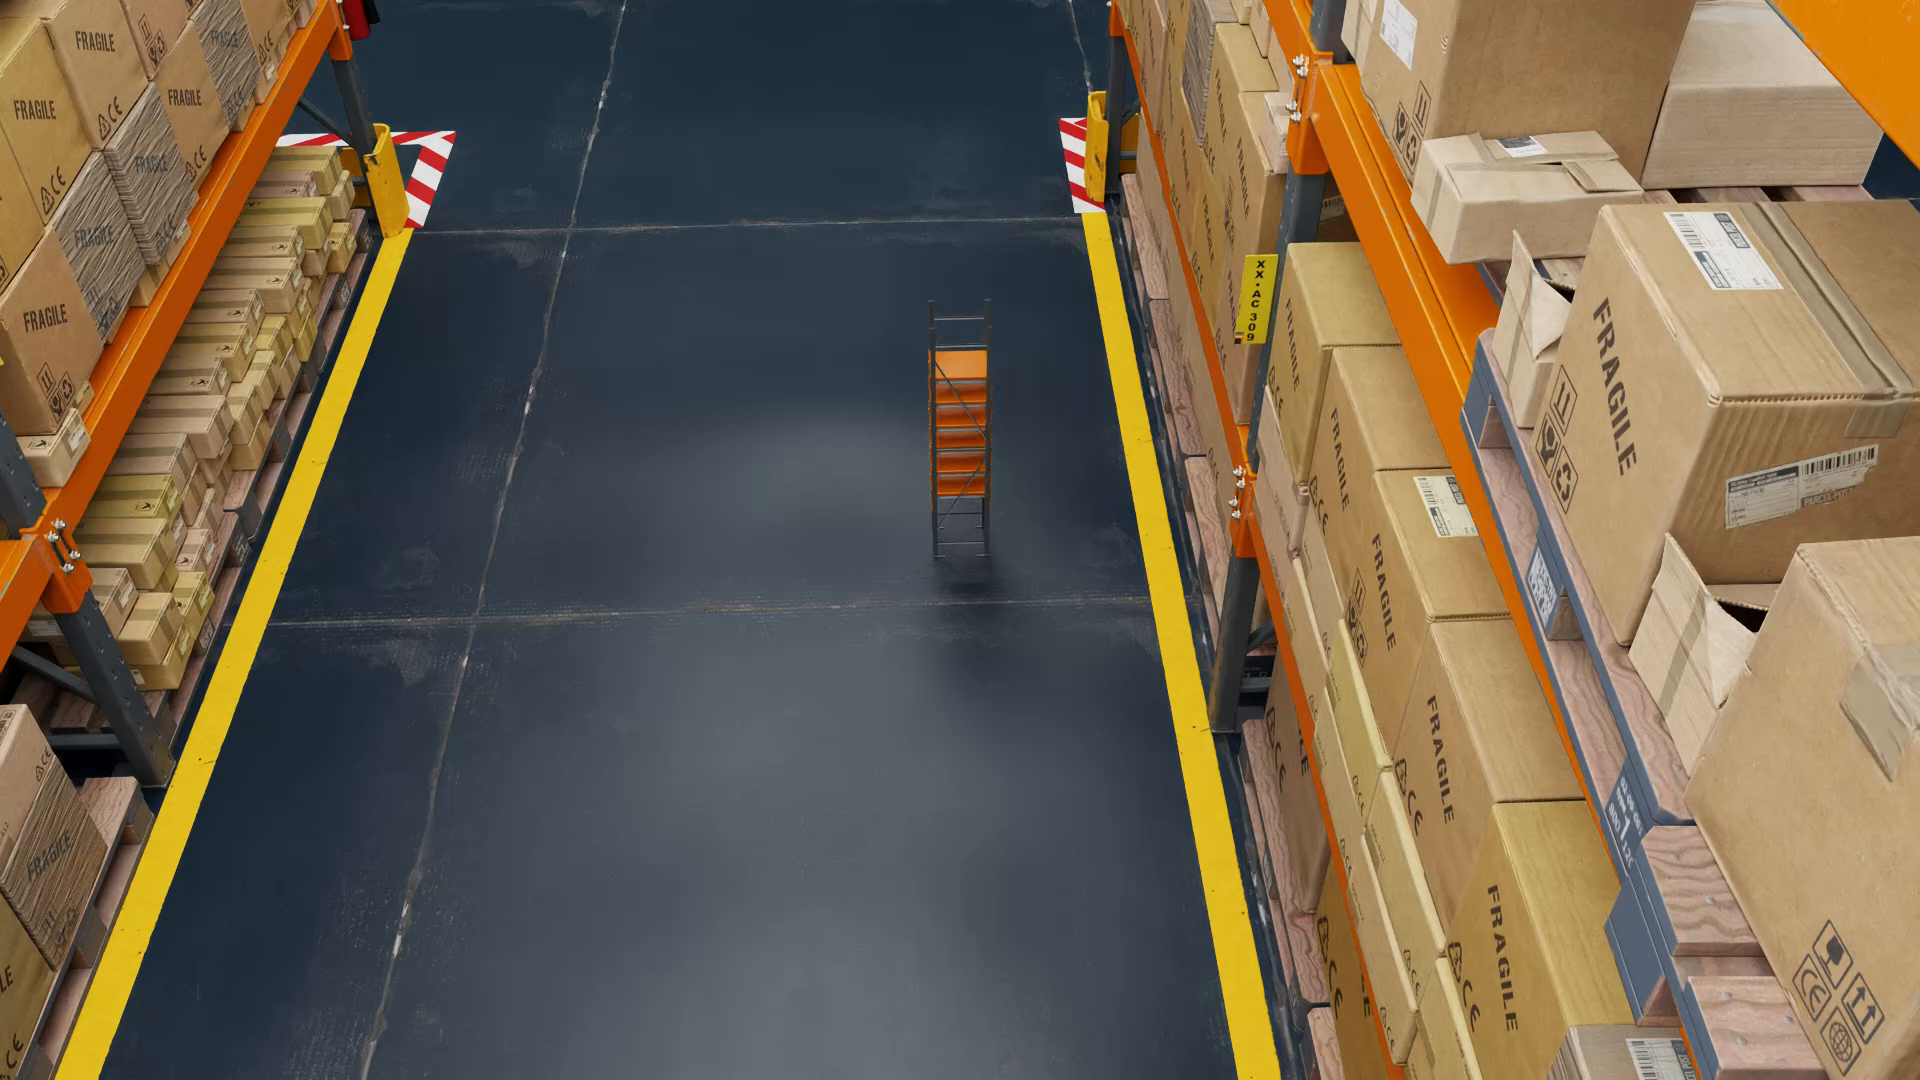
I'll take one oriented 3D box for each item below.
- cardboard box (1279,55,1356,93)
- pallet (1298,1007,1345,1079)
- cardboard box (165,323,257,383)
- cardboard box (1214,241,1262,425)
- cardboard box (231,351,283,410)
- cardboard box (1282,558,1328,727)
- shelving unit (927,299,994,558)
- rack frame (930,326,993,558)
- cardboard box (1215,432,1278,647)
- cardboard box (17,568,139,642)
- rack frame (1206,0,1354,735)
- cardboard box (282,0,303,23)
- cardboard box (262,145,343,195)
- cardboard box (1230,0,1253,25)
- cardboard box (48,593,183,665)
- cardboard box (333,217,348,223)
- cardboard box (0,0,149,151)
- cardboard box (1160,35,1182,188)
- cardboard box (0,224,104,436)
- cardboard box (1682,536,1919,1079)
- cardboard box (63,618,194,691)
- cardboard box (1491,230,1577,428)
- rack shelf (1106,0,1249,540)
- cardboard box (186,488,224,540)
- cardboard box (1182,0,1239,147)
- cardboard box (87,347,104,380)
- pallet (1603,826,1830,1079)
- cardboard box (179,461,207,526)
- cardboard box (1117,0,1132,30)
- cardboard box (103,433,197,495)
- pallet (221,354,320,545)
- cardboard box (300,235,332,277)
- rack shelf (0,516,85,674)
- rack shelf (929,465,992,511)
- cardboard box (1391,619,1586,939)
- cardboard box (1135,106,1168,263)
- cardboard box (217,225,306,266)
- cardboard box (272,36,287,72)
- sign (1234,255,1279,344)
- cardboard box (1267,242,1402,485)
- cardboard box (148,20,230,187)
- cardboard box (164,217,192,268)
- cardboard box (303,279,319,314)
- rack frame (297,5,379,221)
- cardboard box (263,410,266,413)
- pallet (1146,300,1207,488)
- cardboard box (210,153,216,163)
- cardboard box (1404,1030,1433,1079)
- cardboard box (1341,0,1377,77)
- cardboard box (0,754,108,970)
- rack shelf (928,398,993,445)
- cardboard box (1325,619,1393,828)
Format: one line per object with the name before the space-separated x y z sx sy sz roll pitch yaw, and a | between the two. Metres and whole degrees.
cardboard box | 1.234 -1.434 5.301 0.380 0.149 0.250 -1 43 -1
pallet | 1.631 1.963 4.953 1.003 0.211 1.213 -2 43 -2
cardboard box | -3.321 -0.817 7.280 0.380 0.149 0.250 -1 43 -2
cardboard box | 1.193 -0.752 5.777 0.500 0.500 0.500 -1 43 -1
cardboard box | -3.245 -0.706 7.380 0.380 0.149 0.250 -1 43 -1
cardboard box | 1.247 0.300 4.814 0.500 0.250 0.500 -3 43 -3
shelving unit | 0.001 -0.433 6.834 0.258 1.200 0.189 -2 43 -2
rack frame | 0.005 -0.371 6.767 0.240 1.200 0.006 -2 43 -2
cardboard box | 1.549 -0.047 6.667 0.875 0.438 0.875 -2 43 -2
cardboard box | -3.281 0.239 6.128 0.380 0.149 0.250 0 43 0
rack frame | 1.468 -0.410 5.477 1.000 3.000 0.127 -2 43 -2
cardboard box | -3.367 -2.750 7.736 0.500 0.500 0.500 -1 43 -1
cardboard box | -3.367 -1.873 8.432 0.380 0.149 0.250 -1 43 -1
cardboard box | 1.158 -1.941 5.854 0.380 0.149 0.250 -2 43 -2
cardboard box | -3.169 0.333 6.246 0.380 0.149 0.250 0 43 0
cardboard box | -3.412 -1.654 8.634 0.380 0.149 0.250 -1 43 -1
cardboard box | -3.276 -1.717 5.869 0.500 0.500 0.500 -1 43 -1
cardboard box | 1.123 -1.792 6.911 0.500 0.500 0.500 0 43 0
cardboard box | -3.242 -0.687 5.486 0.500 0.500 0.500 -2 43 -3
cardboard box | 1.406 0.330 2.065 0.700 0.500 0.500 -4 43 -4
cardboard box | -3.168 0.442 6.347 0.380 0.149 0.250 -3 43 -4
cardboard box | 1.196 -0.377 3.010 0.396 0.266 0.258 2 43 2
rack shelf | 1.383 -1.495 7.193 1.077 0.370 4.000 -2 43 -2
cardboard box | -3.302 -0.074 6.910 0.380 0.149 0.250 -2 43 -3
cardboard box | 1.128 -1.812 6.193 0.500 0.500 0.500 -1 43 -1
cardboard box | -3.307 -0.658 5.934 0.380 0.149 0.250 -3 43 -4
pallet | 1.558 0.821 2.054 1.213 0.211 1.003 0 43 0
cardboard box | -3.324 -0.181 6.806 0.380 0.149 0.250 -4 43 -4
cardboard box | 1.032 -2.815 8.027 0.500 0.500 0.500 -2 43 -2
cardboard box | -3.327 -0.293 6.709 0.380 0.149 0.250 -3 43 -3
pallet | -3.592 -0.449 7.584 1.003 0.211 1.213 -2 43 -2
cardboard box | -3.311 -1.414 8.152 0.380 0.149 0.250 -3 43 -4
rack shelf | -3.388 1.416 4.018 1.077 0.370 4.000 -2 43 -2
rack shelf | 0.001 -0.223 7.026 0.258 0.103 0.180 -2 43 -2
cardboard box | 1.296 0.520 3.648 0.500 0.500 0.500 -2 43 -2
cardboard box | 1.426 -1.878 8.664 0.875 0.438 0.875 -3 43 -3
cardboard box | -3.328 -1.354 7.866 0.380 0.149 0.250 -3 43 -4
cardboard box | -3.348 -2.257 7.679 0.380 0.149 0.250 -2 43 -2
sign | 0.914 -0.741 5.139 0.100 0.325 0.005 -2 43 -2
cardboard box | 1.200 -0.510 4.772 0.500 0.500 0.500 -1 43 -1
cardboard box | -3.308 -1.723 6.616 0.500 0.500 0.500 0 43 0
cardboard box | -3.263 -1.195 6.520 0.380 0.149 0.250 0 43 0
cardboard box | -3.351 -1.136 8.069 0.380 0.149 0.250 -1 43 -1
rack frame | -3.643 -2.900 8.194 1.000 3.000 0.127 -2 43 -2
cardboard box | -3.351 -0.608 7.493 0.380 0.149 0.250 -1 43 -1
pallet | 1.459 -0.723 7.882 1.003 0.211 1.213 -2 43 -2
cardboard box | -3.380 -1.723 7.096 0.380 0.149 0.250 -3 43 -4
cardboard box | 1.315 1.327 3.693 0.500 0.250 0.500 -2 43 -2
cardboard box | 1.140 -1.273 3.987 0.396 0.266 0.258 -2 43 -2
cardboard box | -3.190 1.060 5.413 0.500 0.500 0.500 -2 43 -3
rack shelf | 0.001 -0.488 6.783 0.258 0.103 0.180 -2 43 -2
cardboard box | 1.250 0.459 4.270 0.500 0.250 0.500 -1 43 -1
